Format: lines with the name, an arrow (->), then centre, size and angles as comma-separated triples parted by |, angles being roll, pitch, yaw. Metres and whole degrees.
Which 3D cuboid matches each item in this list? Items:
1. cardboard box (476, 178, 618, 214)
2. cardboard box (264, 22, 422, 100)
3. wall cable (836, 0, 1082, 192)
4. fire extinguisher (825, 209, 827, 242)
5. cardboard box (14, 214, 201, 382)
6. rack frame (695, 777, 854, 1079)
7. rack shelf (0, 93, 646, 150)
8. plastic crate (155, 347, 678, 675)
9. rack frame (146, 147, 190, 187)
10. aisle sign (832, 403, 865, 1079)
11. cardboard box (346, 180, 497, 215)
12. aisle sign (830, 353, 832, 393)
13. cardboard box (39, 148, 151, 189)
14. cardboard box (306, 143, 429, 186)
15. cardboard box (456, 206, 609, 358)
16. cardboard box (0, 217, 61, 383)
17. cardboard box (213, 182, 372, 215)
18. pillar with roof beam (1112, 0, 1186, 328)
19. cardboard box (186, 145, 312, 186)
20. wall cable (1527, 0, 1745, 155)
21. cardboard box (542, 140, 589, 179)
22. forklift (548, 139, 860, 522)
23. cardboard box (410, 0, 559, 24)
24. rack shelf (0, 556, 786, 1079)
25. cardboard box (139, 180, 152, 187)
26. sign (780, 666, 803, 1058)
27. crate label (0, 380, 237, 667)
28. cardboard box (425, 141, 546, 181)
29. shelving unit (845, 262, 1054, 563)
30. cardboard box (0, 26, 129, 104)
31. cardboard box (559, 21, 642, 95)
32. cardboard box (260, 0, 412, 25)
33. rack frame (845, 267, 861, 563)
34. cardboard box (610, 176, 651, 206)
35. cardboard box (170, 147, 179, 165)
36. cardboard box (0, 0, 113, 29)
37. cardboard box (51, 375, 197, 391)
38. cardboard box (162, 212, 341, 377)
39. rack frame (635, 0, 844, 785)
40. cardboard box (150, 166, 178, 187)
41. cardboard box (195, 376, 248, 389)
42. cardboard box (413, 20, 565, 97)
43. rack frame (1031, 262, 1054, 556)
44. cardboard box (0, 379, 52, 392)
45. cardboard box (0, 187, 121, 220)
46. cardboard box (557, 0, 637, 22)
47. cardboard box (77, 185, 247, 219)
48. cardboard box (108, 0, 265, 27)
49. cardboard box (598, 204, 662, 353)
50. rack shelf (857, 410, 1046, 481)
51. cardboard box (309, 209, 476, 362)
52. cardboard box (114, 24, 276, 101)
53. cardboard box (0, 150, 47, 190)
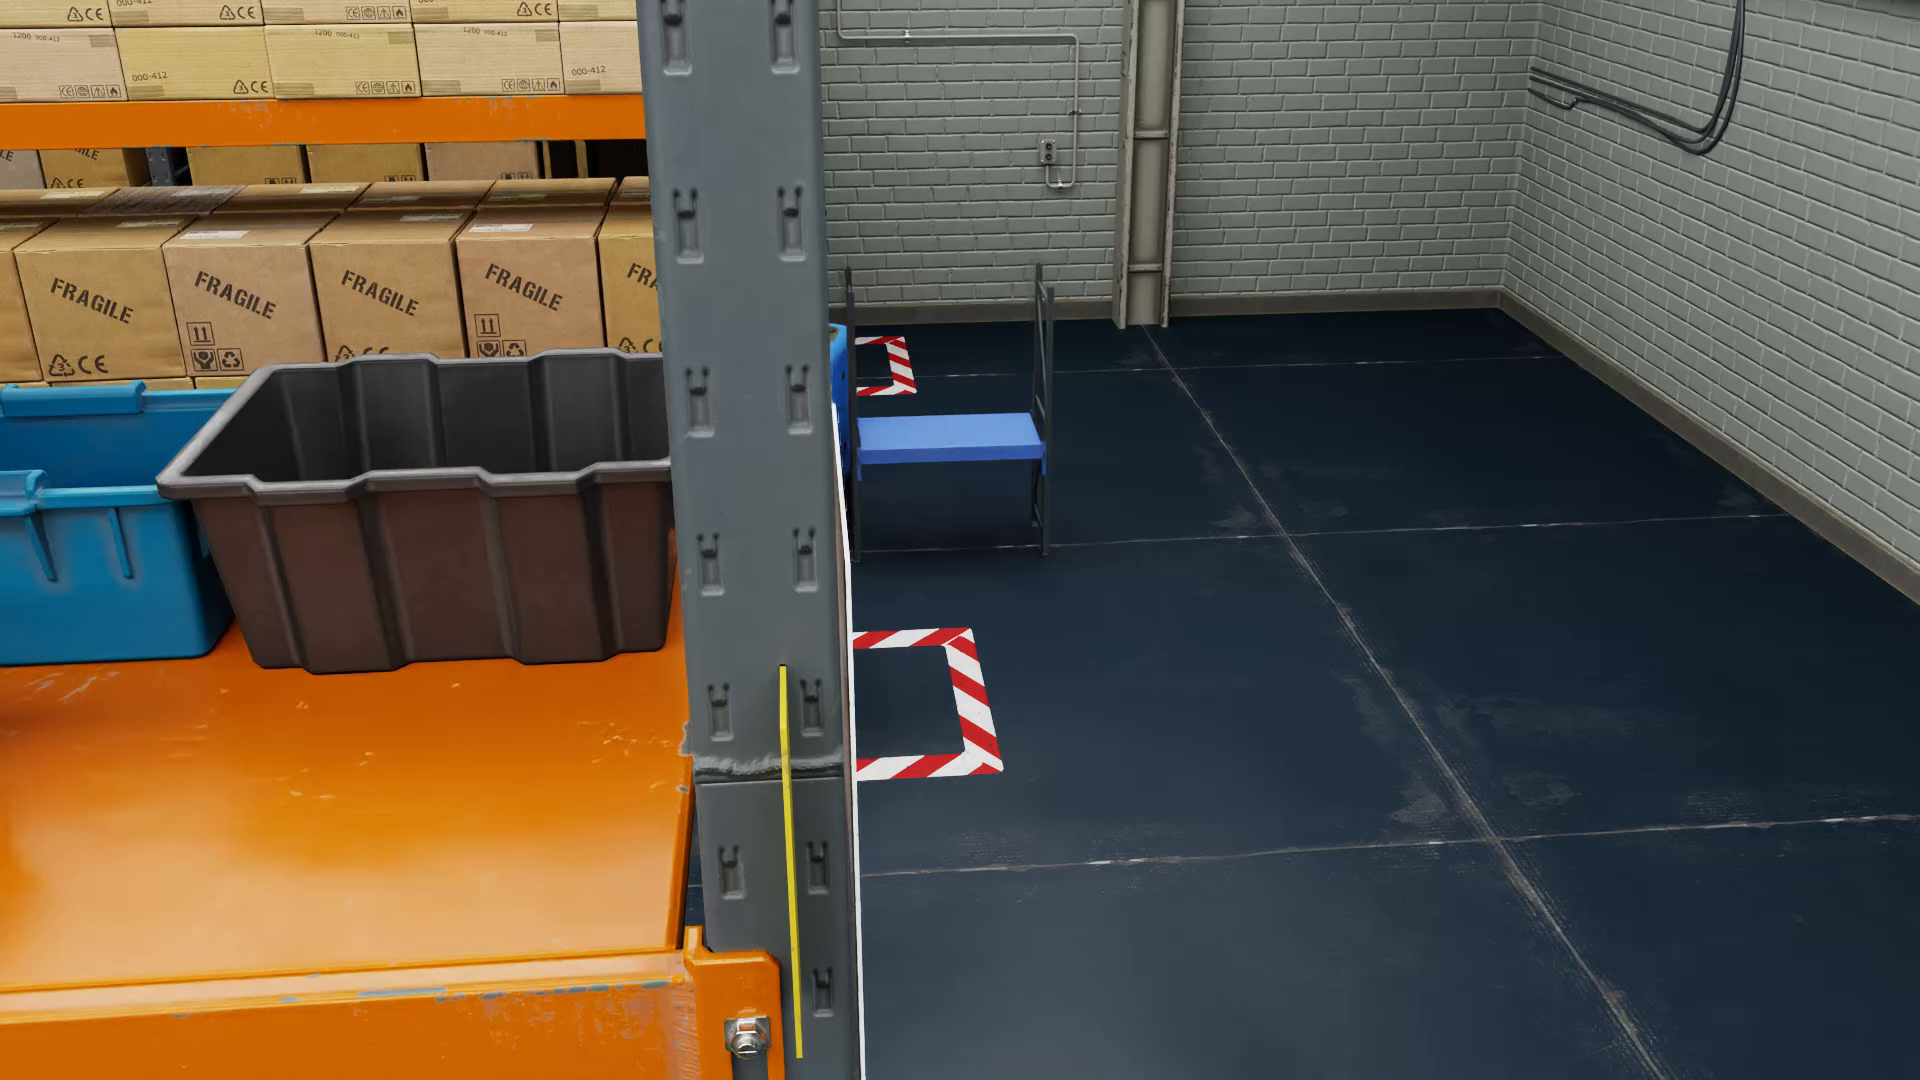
cardboard box -> -1.681, -1.198, 6.898 | 0.500, 0.500, 0.500 | -2, 24, -5
cardboard box -> -2.174, -1.765, 6.018 | 0.500, 0.250, 0.500 | -2, 24, -5
wall cable -> -0.003, -3.530, 12.248 | 1.851, 1.984, 0.084 | -2, 24, -5
fire extinguisher -> -0.989, -2.246, 11.165 | 0.183, 0.674, 0.296 | -2, 24, -5
cardboard box -> -3.153, -0.919, 6.271 | 0.500, 0.500, 0.500 | -3, 24, -7
rack frame -> -0.210, 1.372, 2.470 | 0.127, 3.000, 1.000 | -2, 24, -5
rack shelf -> -2.684, -1.592, 6.332 | 4.000, 0.370, 1.077 | -2, 24, -5
plastic crate -> -0.621, -0.036, 2.106 | 0.590, 0.269, 0.497 | -2, 24, -5
rack frame -> -5.165, -2.473, 11.120 | 0.127, 3.000, 1.000 | -2, 24, -5
aisle sign -> -0.110, 0.300, 1.682 | 0.004, 0.787, 0.394 | -2, 24, -5
cardboard box -> -2.179, -1.180, 6.857 | 0.500, 0.500, 0.500 | -2, 24, -4
aisle sign -> -0.168, 0.061, 2.219 | 0.004, 0.787, 0.394 | -2, 24, -5
cardboard box -> -5.599, -2.543, 10.765 | 0.500, 0.500, 0.500 | -3, 24, -6
cardboard box -> -3.896, -2.652, 11.154 | 0.700, 0.700, 0.980 | -3, 24, -6
cardboard box -> -1.612, -0.983, 6.415 | 0.500, 0.500, 0.500 | -2, 24, -4
cardboard box -> -3.664, -0.899, 6.225 | 0.500, 0.500, 0.500 | -3, 24, -7
cardboard box -> -2.684, -1.159, 6.811 | 0.500, 0.500, 0.500 | -3, 24, -6
pillar with roof beam -> 1.841, -4.091, 7.375 | 0.400, 9.000, 9.100 | -2, 24, -5
cardboard box -> -4.623, -2.625, 11.093 | 0.700, 0.700, 0.980 | -2, 24, -4
wall cable -> 4.480, -4.036, 11.074 | 0.112, 2.526, 3.097 | -2, 24, -5
cardboard box -> -2.414, -2.711, 11.288 | 0.700, 0.700, 0.980 | -2, 24, -6
forklift -> -2.139, -1.448, 8.900 | 3.031, 2.935, 1.130 | 3, 24, 6
cardboard box -> -1.677, -2.017, 5.971 | 0.500, 0.250, 0.500 | -2, 24, -5
rack shelf -> -2.201, 0.410, 1.827 | 4.000, 0.370, 1.077 | -2, 24, -5
cardboard box -> -5.473, -2.239, 10.879 | 0.250, 0.149, 0.380 | -2, 24, -5
sign -> -0.140, 0.271, 1.383 | 0.005, 0.325, 0.100 | -2, 24, -5
crate label -> -1.160, -0.024, 2.102 | 0.502, 0.251, 0.408 | -2, 24, -5
cardboard box -> -3.173, -2.685, 11.228 | 0.700, 0.700, 0.980 | -3, 24, -8
shelving unit -> -0.065, -0.680, 8.934 | 1.048, 1.500, 0.538 | -2, 24, -5
cardboard box -> -3.170, -1.730, 5.940 | 0.500, 0.250, 0.500 | -2, 24, -5
cardboard box -> -1.179, -1.805, 6.110 | 0.500, 0.250, 0.500 | -2, 24, -5
cardboard box -> -2.175, -1.999, 5.930 | 0.500, 0.250, 0.500 | -2, 24, -5
rack frame -> -0.571, -0.662, 8.893 | 0.032, 1.500, 0.500 | -2, 24, -5
cardboard box -> -1.161, -1.222, 6.951 | 0.500, 0.500, 0.500 | -2, 24, -4
cardboard box -> -5.647, -2.747, 11.223 | 0.500, 0.500, 0.500 | -3, 24, -7
cardboard box -> -3.170, -1.956, 5.834 | 0.500, 0.250, 0.500 | -2, 24, -5
cardboard box -> -3.133, -0.467, 6.485 | 0.500, 0.500, 0.500 | -2, 24, -5
cardboard box -> -2.639, -0.940, 6.318 | 0.500, 0.500, 0.500 | -2, 24, -4
rack frame -> -0.210, -1.369, 1.252 | 0.127, 3.000, 1.000 | -2, 24, -5
cardboard box -> -5.518, -2.434, 11.317 | 0.250, 0.149, 0.380 | -3, 24, -7
cardboard box -> -2.627, -0.488, 6.532 | 0.500, 0.500, 0.500 | -3, 24, -6
cardboard box -> -1.678, -1.790, 6.075 | 0.500, 0.250, 0.500 | -2, 24, -5
rack frame -> 0.442, -0.699, 8.975 | 0.032, 1.500, 0.500 | -2, 24, -5
cardboard box -> -3.631, -0.448, 6.442 | 0.500, 0.500, 0.500 | -2, 24, -4
cardboard box -> -3.687, -1.120, 6.722 | 0.500, 0.500, 0.500 | -3, 24, -6
cardboard box -> -1.180, -2.037, 6.017 | 0.500, 0.250, 0.500 | -2, 24, -5
cardboard box -> -3.185, -1.140, 6.767 | 0.500, 0.500, 0.500 | -2, 24, -5
cardboard box -> -2.672, -1.976, 5.879 | 0.500, 0.250, 0.500 | -2, 24, -5
cardboard box -> -1.109, -1.004, 6.461 | 0.500, 0.500, 0.500 | -3, 24, -6
rack shelf -> -0.065, -0.516, 9.007 | 1.000, 0.185, 0.538 | -2, 24, -5
cardboard box -> -2.128, -0.961, 6.364 | 0.500, 0.500, 0.500 | -2, 24, -4
cardboard box -> -2.673, -1.751, 5.988 | 0.500, 0.250, 0.500 | -2, 24, -5
cardboard box -> -6.106, -2.519, 10.710 | 0.500, 0.500, 0.500 | -2, 24, -5
